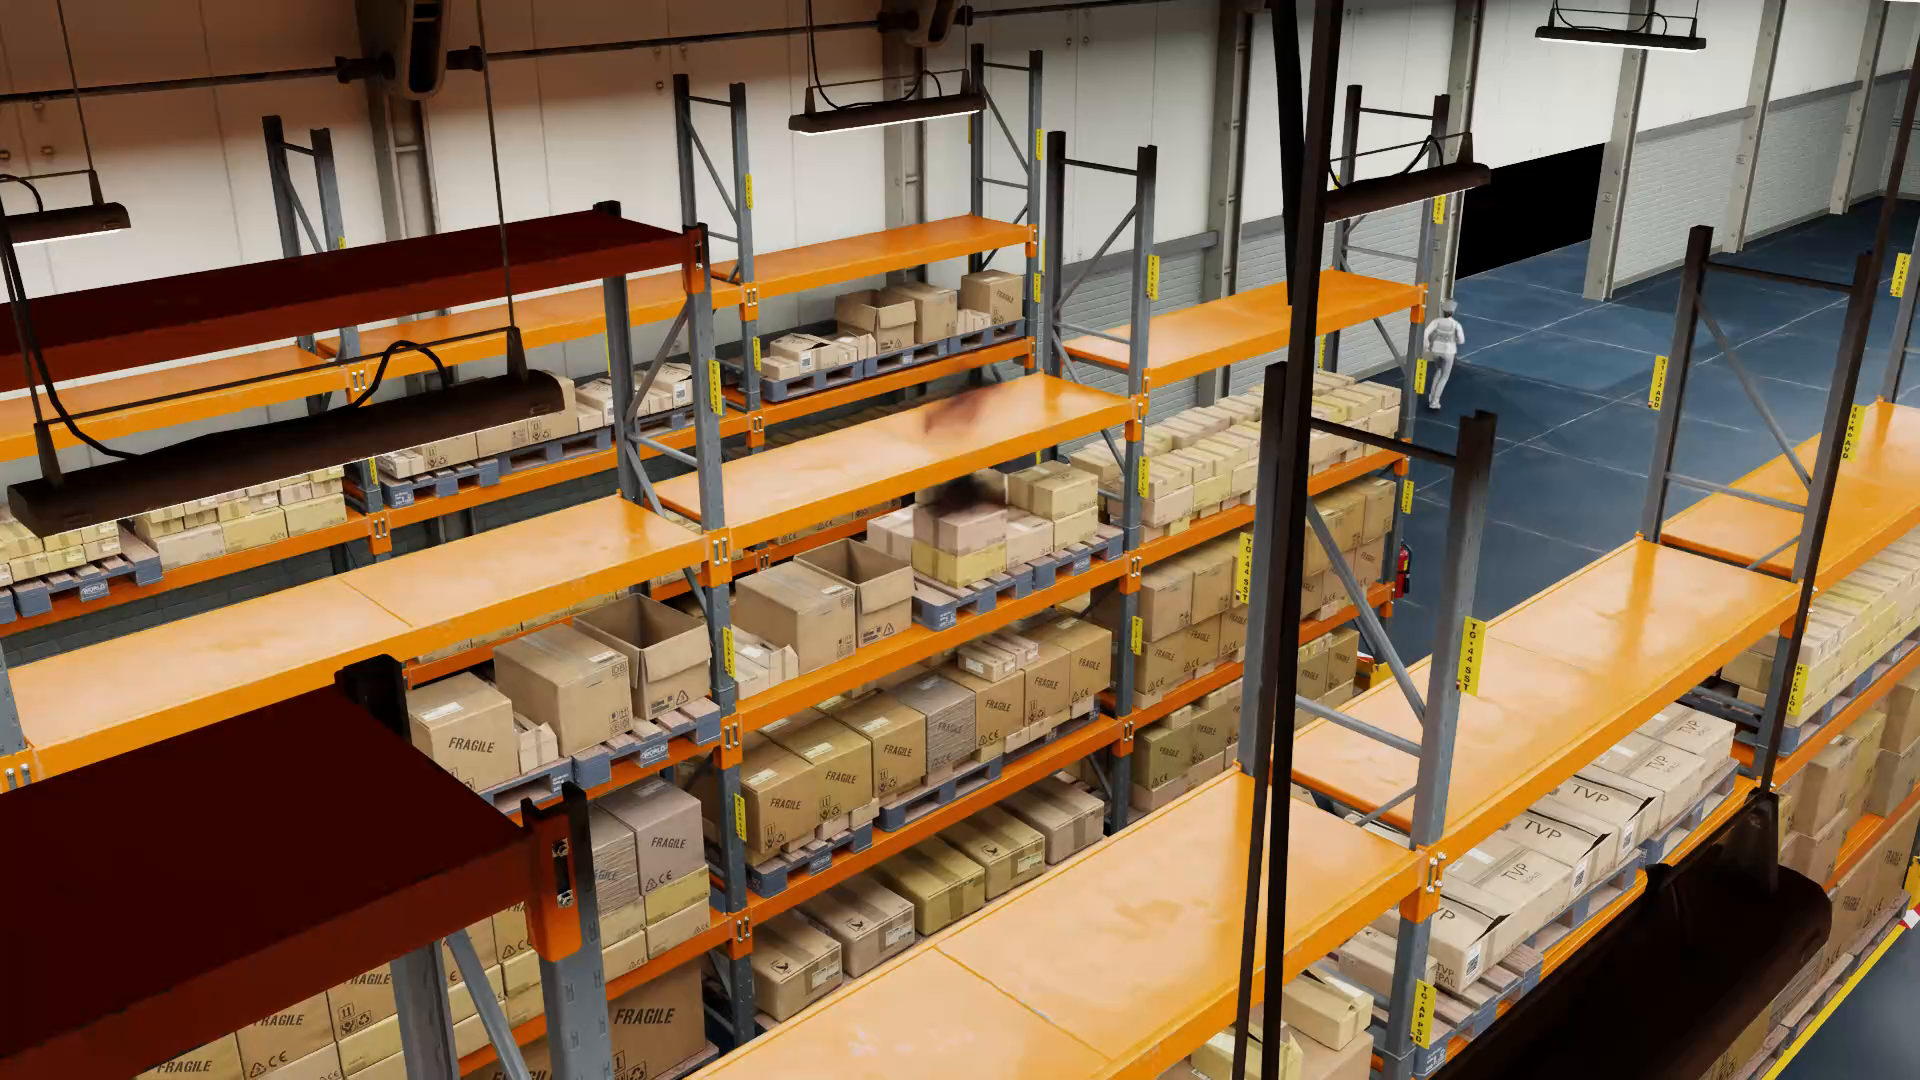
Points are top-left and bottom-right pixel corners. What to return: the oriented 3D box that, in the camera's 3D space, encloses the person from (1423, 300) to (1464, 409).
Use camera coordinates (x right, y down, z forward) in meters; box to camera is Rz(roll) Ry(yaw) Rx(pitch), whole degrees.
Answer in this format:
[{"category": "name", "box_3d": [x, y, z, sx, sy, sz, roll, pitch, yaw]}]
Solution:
[{"category": "person", "box_3d": [7.414, -2.840, 25.522, 0.579, 1.718, 0.695, 18, 28, 36]}]
